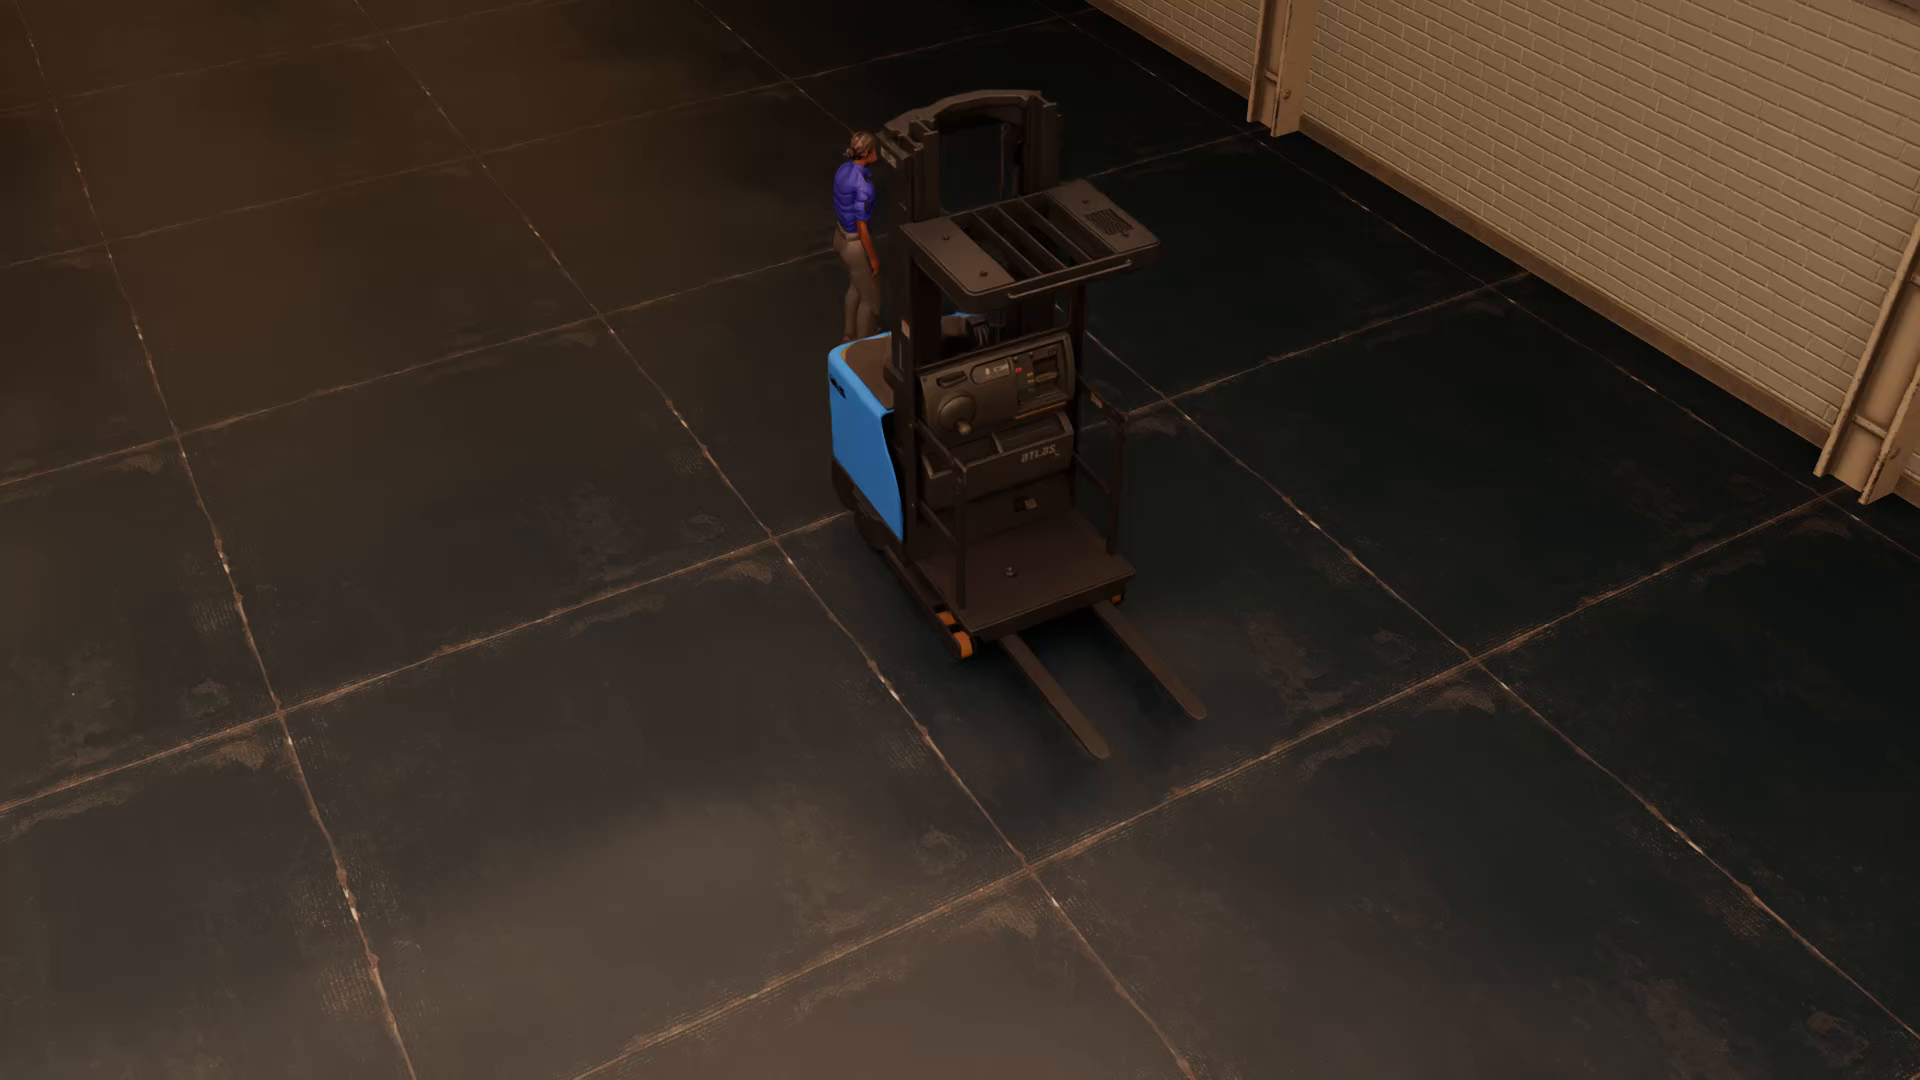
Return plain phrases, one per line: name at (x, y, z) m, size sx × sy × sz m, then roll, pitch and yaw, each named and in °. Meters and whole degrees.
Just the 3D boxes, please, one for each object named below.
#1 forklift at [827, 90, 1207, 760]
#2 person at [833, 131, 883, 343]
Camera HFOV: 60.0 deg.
forklift at (0.315, -0.774, 8.969) m, size 1.130 × 2.935 × 3.031 m, roll -19°, pitch 43°, yaw -21°
person at (-0.683, -2.028, 11.483) m, size 0.349 × 1.653 × 0.528 m, roll -15°, pitch 42°, yaw -17°
